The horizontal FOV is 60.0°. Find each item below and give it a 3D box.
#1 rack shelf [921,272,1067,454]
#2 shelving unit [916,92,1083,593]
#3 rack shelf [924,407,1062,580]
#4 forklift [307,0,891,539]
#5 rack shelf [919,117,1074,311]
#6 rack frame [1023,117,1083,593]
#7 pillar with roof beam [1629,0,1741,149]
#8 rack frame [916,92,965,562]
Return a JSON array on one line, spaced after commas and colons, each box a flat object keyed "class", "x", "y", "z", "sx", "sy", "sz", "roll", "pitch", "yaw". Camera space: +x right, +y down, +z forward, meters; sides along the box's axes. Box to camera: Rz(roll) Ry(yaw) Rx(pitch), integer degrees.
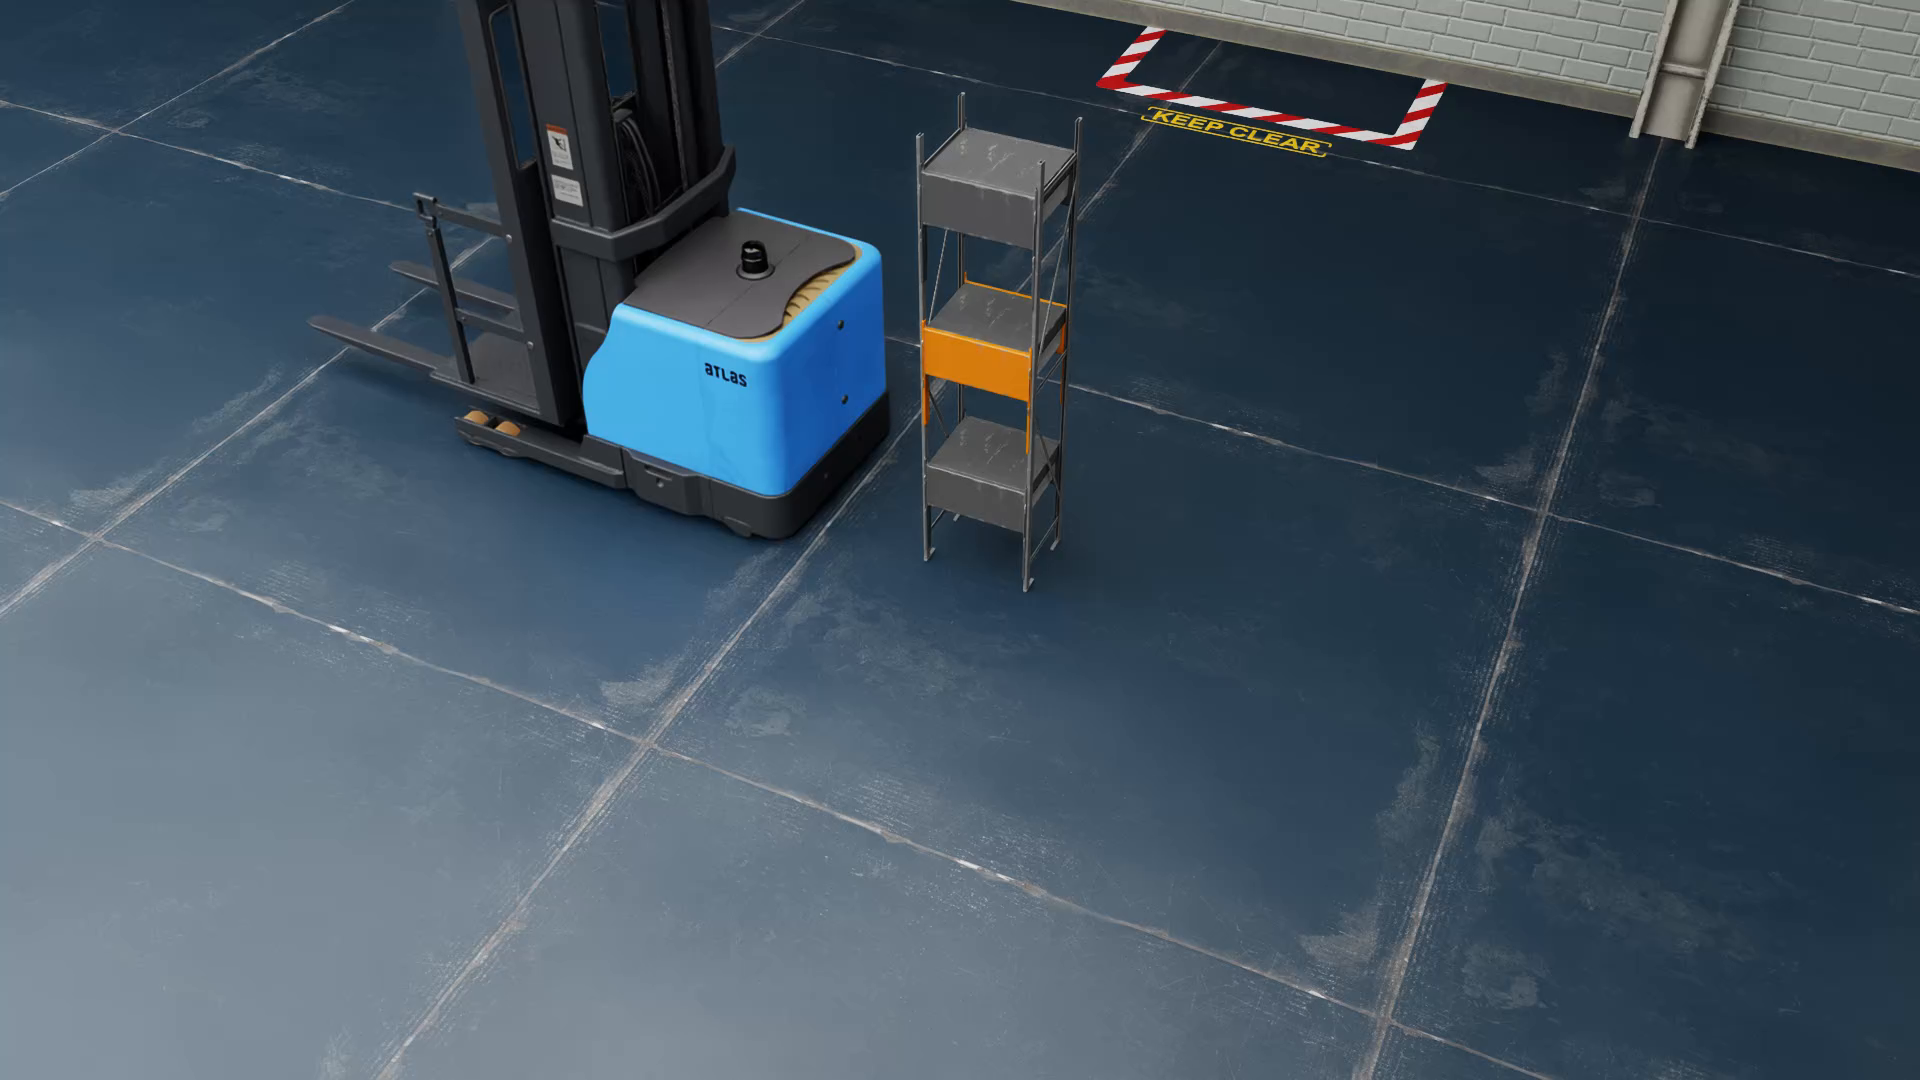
[{"class": "rack shelf", "x": 0.150, "y": -0.737, "z": 6.902, "sx": 0.480, "sy": 0.518, "sz": 0.431, "roll": 17, "pitch": 44, "yaw": 19}, {"class": "shelving unit", "x": 0.150, "y": -0.748, "z": 6.893, "sx": 0.503, "sy": 2.100, "sz": 0.431, "roll": 17, "pitch": 44, "yaw": 19}, {"class": "rack shelf", "x": 0.150, "y": -0.208, "z": 7.361, "sx": 0.480, "sy": 0.518, "sz": 0.431, "roll": 17, "pitch": 44, "yaw": 19}, {"class": "forklift", "x": -1.888, "y": -1.801, "z": 7.474, "sx": 3.031, "sy": 2.935, "sz": 1.130, "roll": 19, "pitch": 44, "yaw": 21}, {"class": "rack shelf", "x": 0.150, "y": -1.266, "z": 6.444, "sx": 0.480, "sy": 0.518, "sz": 0.431, "roll": 17, "pitch": 44, "yaw": 19}, {"class": "rack frame", "x": 0.371, "y": -0.680, "z": 6.815, "sx": 0.015, "sy": 2.100, "sz": 0.400, "roll": 17, "pitch": 44, "yaw": 19}, {"class": "pillar with roof beam", "x": 2.689, "y": -3.455, "z": 4.750, "sx": 0.400, "sy": 9.000, "sz": 9.100, "roll": 17, "pitch": 44, "yaw": 19}, {"class": "rack frame", "x": -0.071, "y": -0.815, "z": 6.971, "sx": 0.015, "sy": 2.100, "sz": 0.400, "roll": 17, "pitch": 44, "yaw": 19}]
